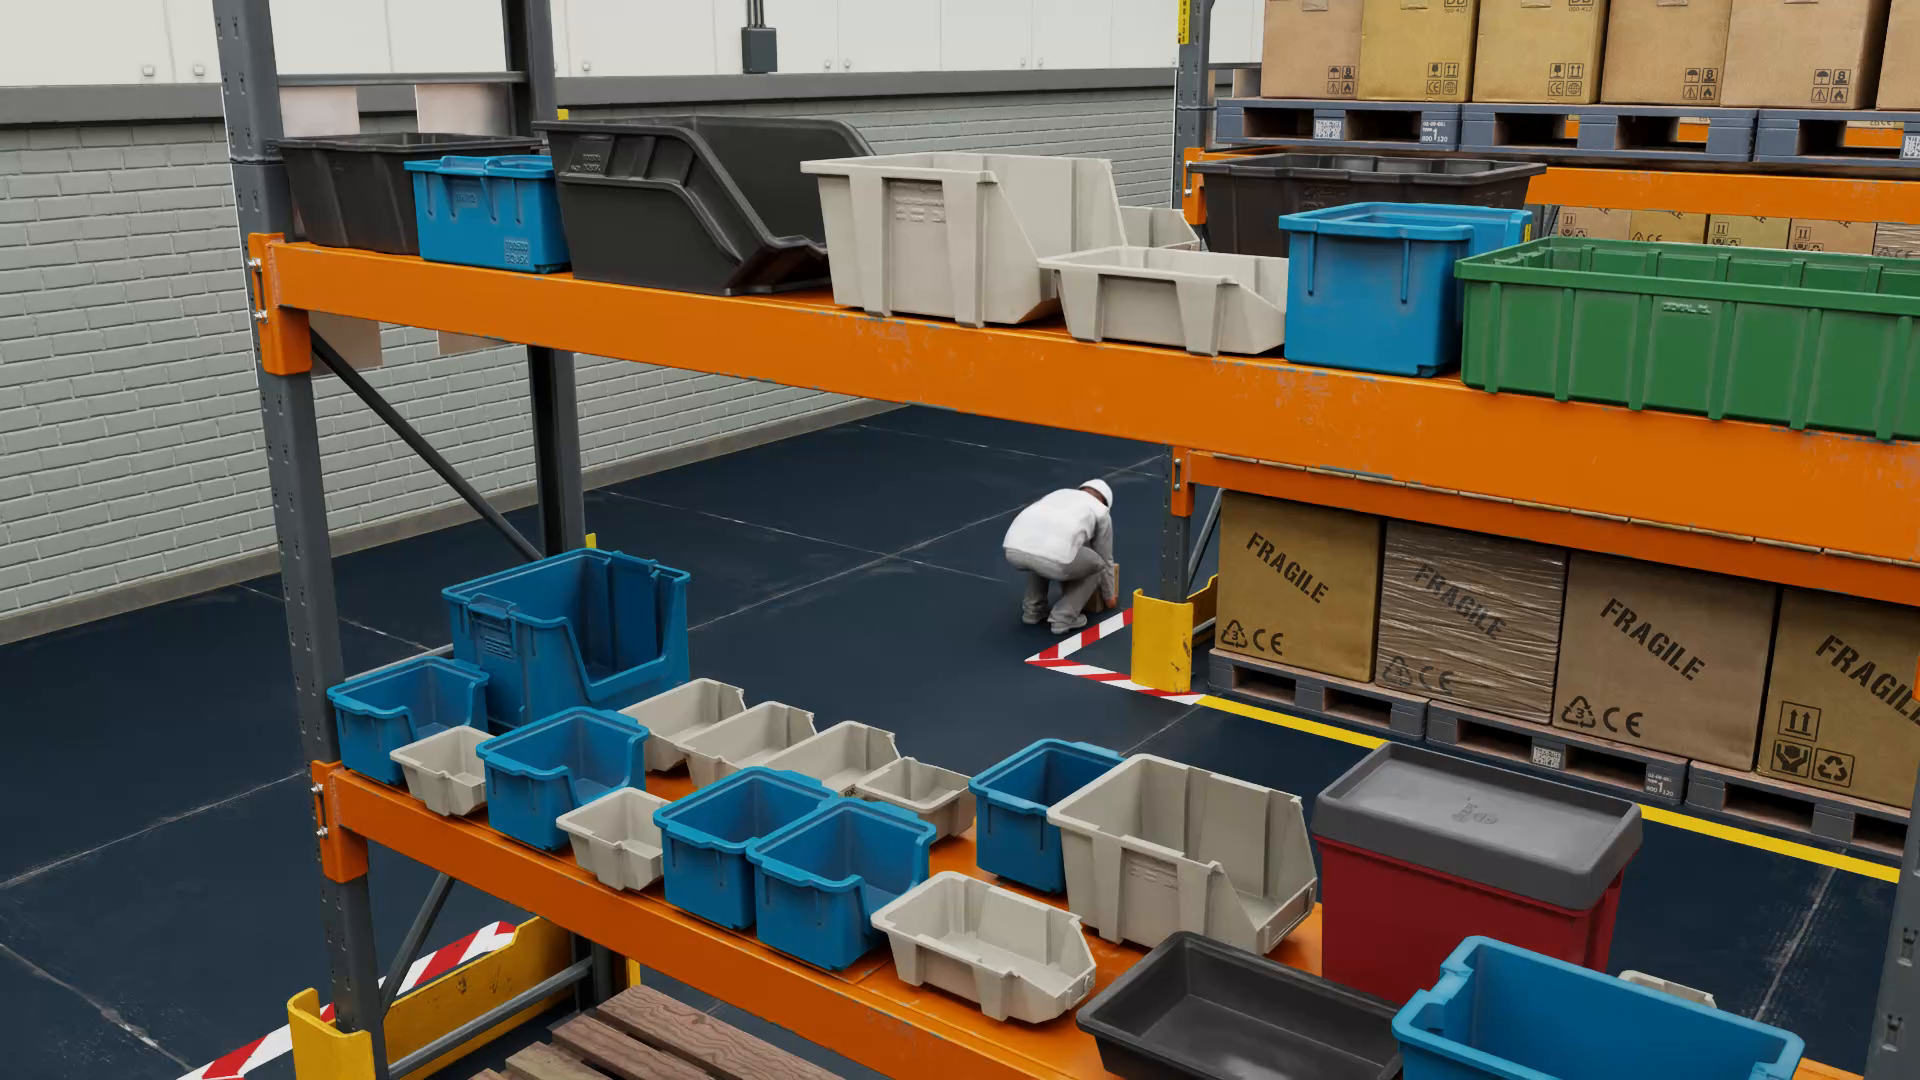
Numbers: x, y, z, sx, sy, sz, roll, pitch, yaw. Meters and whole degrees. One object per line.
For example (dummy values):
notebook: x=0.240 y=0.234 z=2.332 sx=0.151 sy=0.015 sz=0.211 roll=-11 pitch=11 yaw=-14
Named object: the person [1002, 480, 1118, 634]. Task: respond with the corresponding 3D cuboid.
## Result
person: x=0.639 y=0.096 z=9.964 sx=0.504 sy=0.791 sz=0.988 roll=11 pitch=20 yaw=34
